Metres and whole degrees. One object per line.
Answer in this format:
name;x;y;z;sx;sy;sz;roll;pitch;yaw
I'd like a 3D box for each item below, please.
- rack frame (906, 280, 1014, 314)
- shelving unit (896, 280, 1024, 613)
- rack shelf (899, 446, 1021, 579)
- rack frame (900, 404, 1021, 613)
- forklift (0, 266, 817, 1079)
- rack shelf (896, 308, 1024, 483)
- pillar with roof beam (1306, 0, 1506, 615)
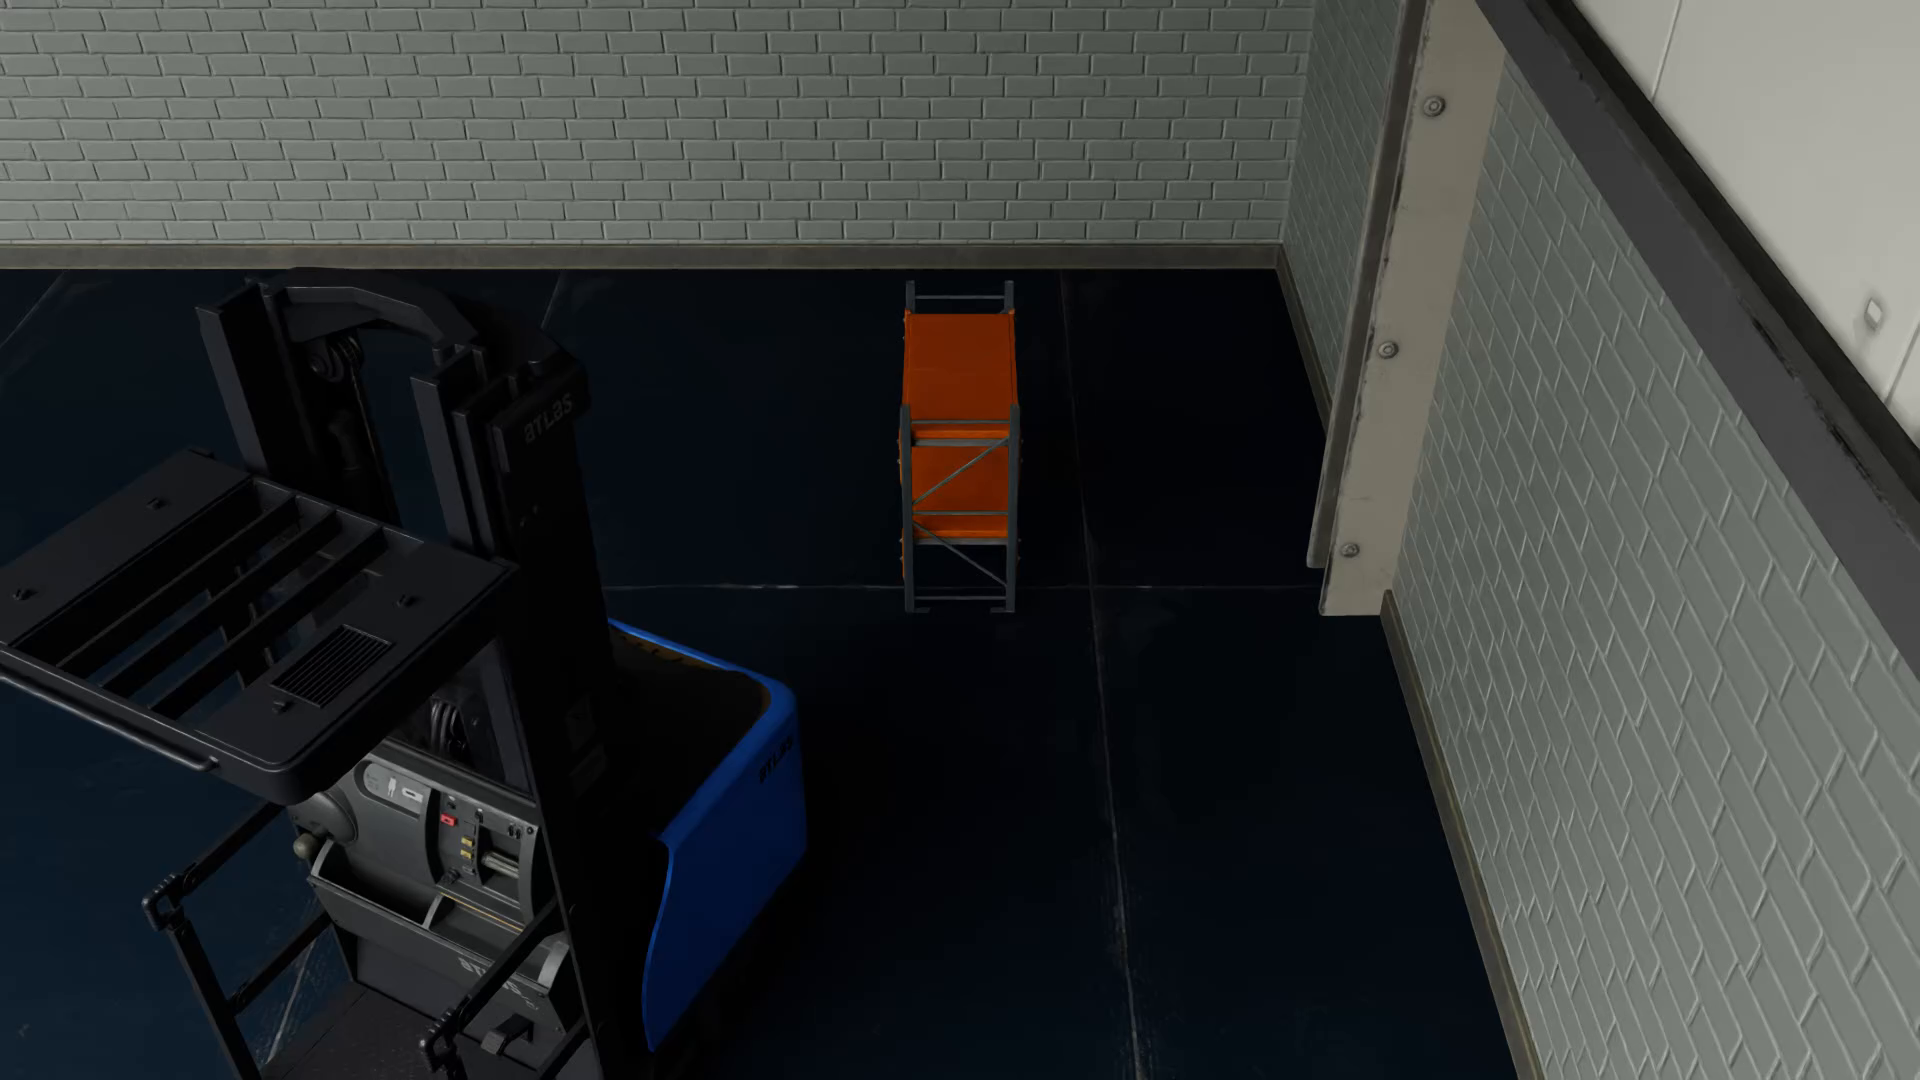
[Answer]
rack frame;-0.001;-0.753;8.035;0.500;1.125;0.032;0;39;0
shelving unit;0.000;-0.435;7.638;0.538;1.125;1.048;0;39;0
rack shelf;0.000;-0.244;7.791;0.538;0.278;1.000;0;39;0
rack frame;0.001;-0.117;7.242;0.500;1.125;0.032;0;39;0
forklift;-1.662;0.875;4.560;1.130;2.935;3.031;18;42;21
rack shelf;0.000;-0.663;7.455;0.538;0.278;1.000;0;39;0
pillar with roof beam;-2.513;-3.291;4.906;9.100;9.000;0.400;0;39;0
